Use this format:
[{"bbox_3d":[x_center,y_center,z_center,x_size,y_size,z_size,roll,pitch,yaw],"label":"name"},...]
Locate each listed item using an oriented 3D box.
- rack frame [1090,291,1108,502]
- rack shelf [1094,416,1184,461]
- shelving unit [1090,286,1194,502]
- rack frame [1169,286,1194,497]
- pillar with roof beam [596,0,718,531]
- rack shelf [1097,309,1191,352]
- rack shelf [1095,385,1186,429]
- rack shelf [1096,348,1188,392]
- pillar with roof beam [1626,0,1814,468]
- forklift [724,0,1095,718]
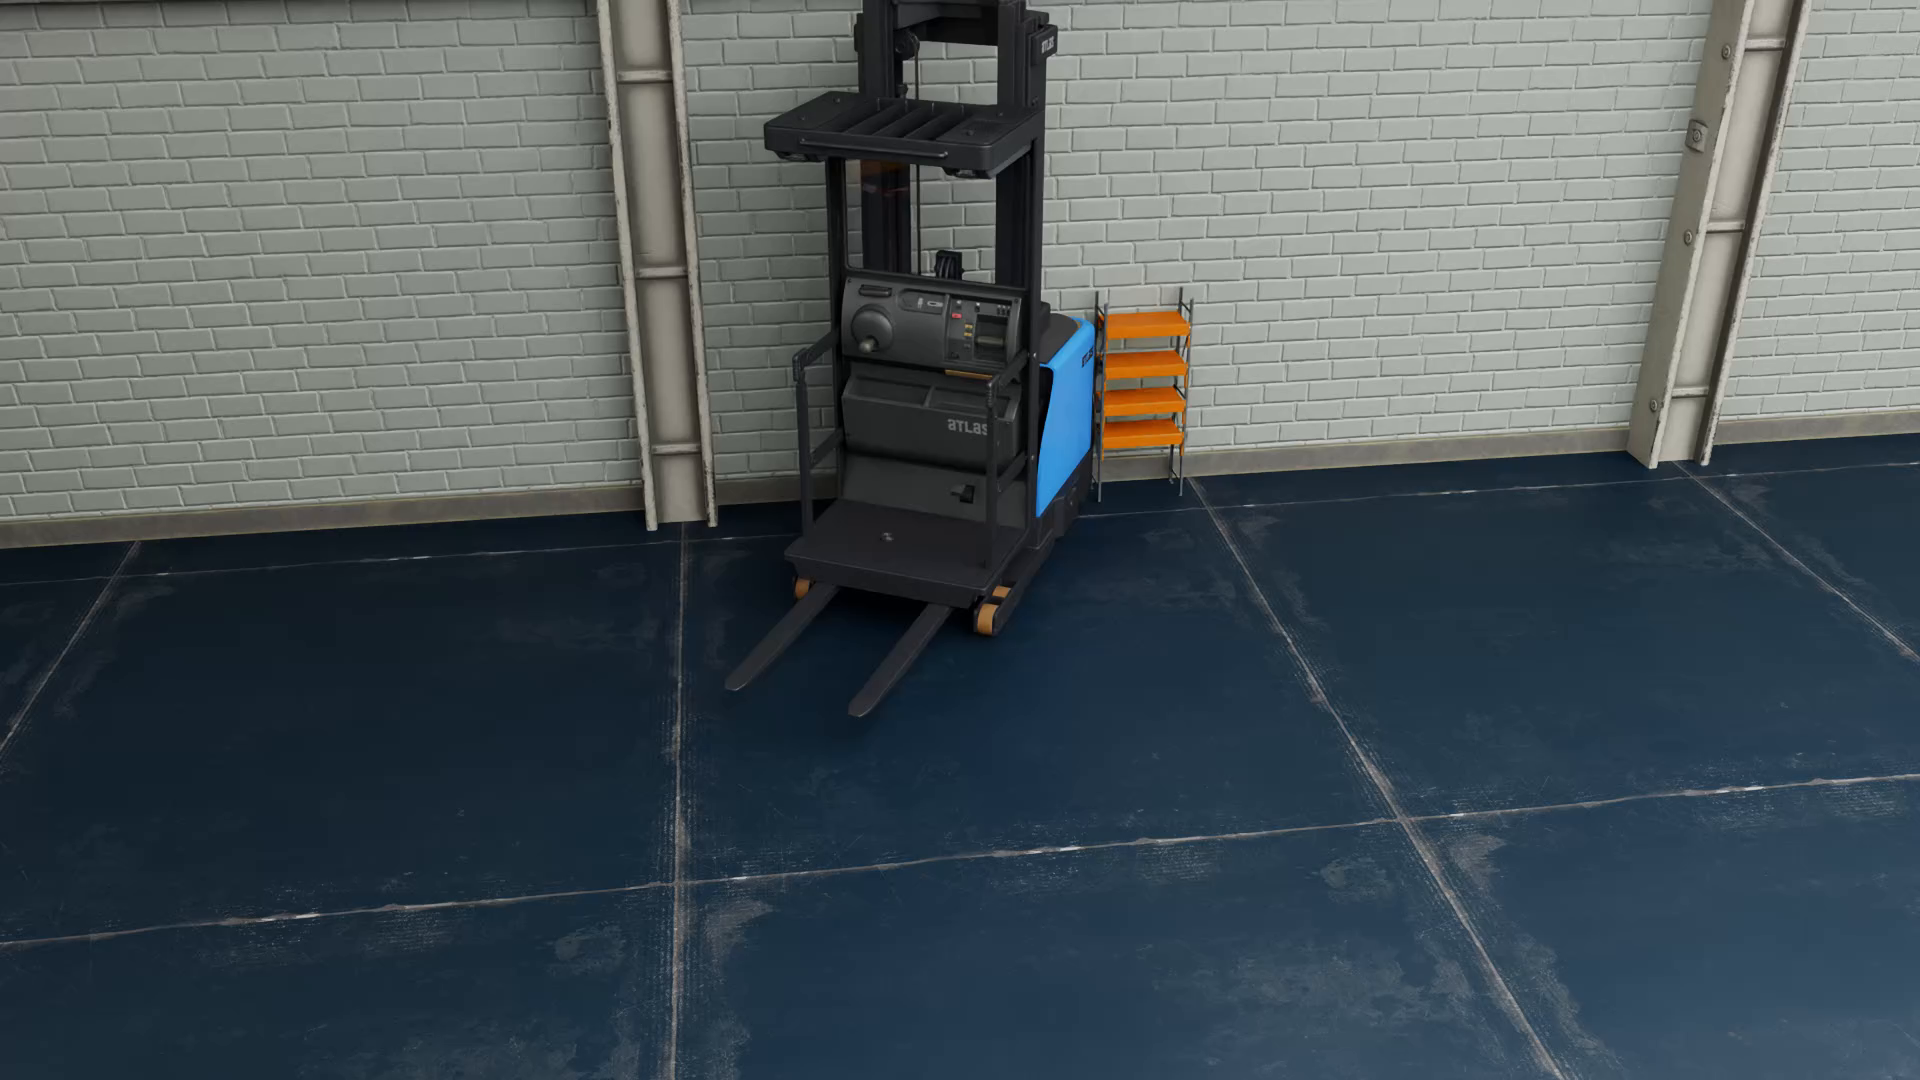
[{"bbox_3d":[0.790,-0.812,9.511,0.015,1.200,0.240,-4,26,-8],"label":"rack frame"},{"bbox_3d":[1.032,-0.590,9.662,0.480,0.148,0.258,-4,26,-8],"label":"rack shelf"},{"bbox_3d":[1.031,-0.829,9.545,0.503,1.200,0.258,-4,26,-8],"label":"shelving unit"},{"bbox_3d":[1.272,-0.846,9.579,0.015,1.200,0.240,-4,26,-8],"label":"rack frame"},{"bbox_3d":[-0.987,-2.193,3.666,0.400,9.000,9.100,-4,27,-7],"label":"pillar with roof beam"},{"bbox_3d":[1.030,-1.182,9.372,0.480,0.148,0.258,-4,26,-8],"label":"rack shelf"},{"bbox_3d":[1.031,-0.768,9.575,0.480,0.148,0.258,-4,26,-8],"label":"rack shelf"},{"bbox_3d":[1.030,-0.969,9.476,0.480,0.148,0.258,-4,26,-8],"label":"rack shelf"},{"bbox_3d":[4.955,-2.574,4.410,0.400,9.000,9.100,-4,27,-7],"label":"pillar with roof beam"},{"bbox_3d":[-0.220,-1.035,8.056,1.130,2.935,3.031,10,29,18],"label":"forklift"}]
